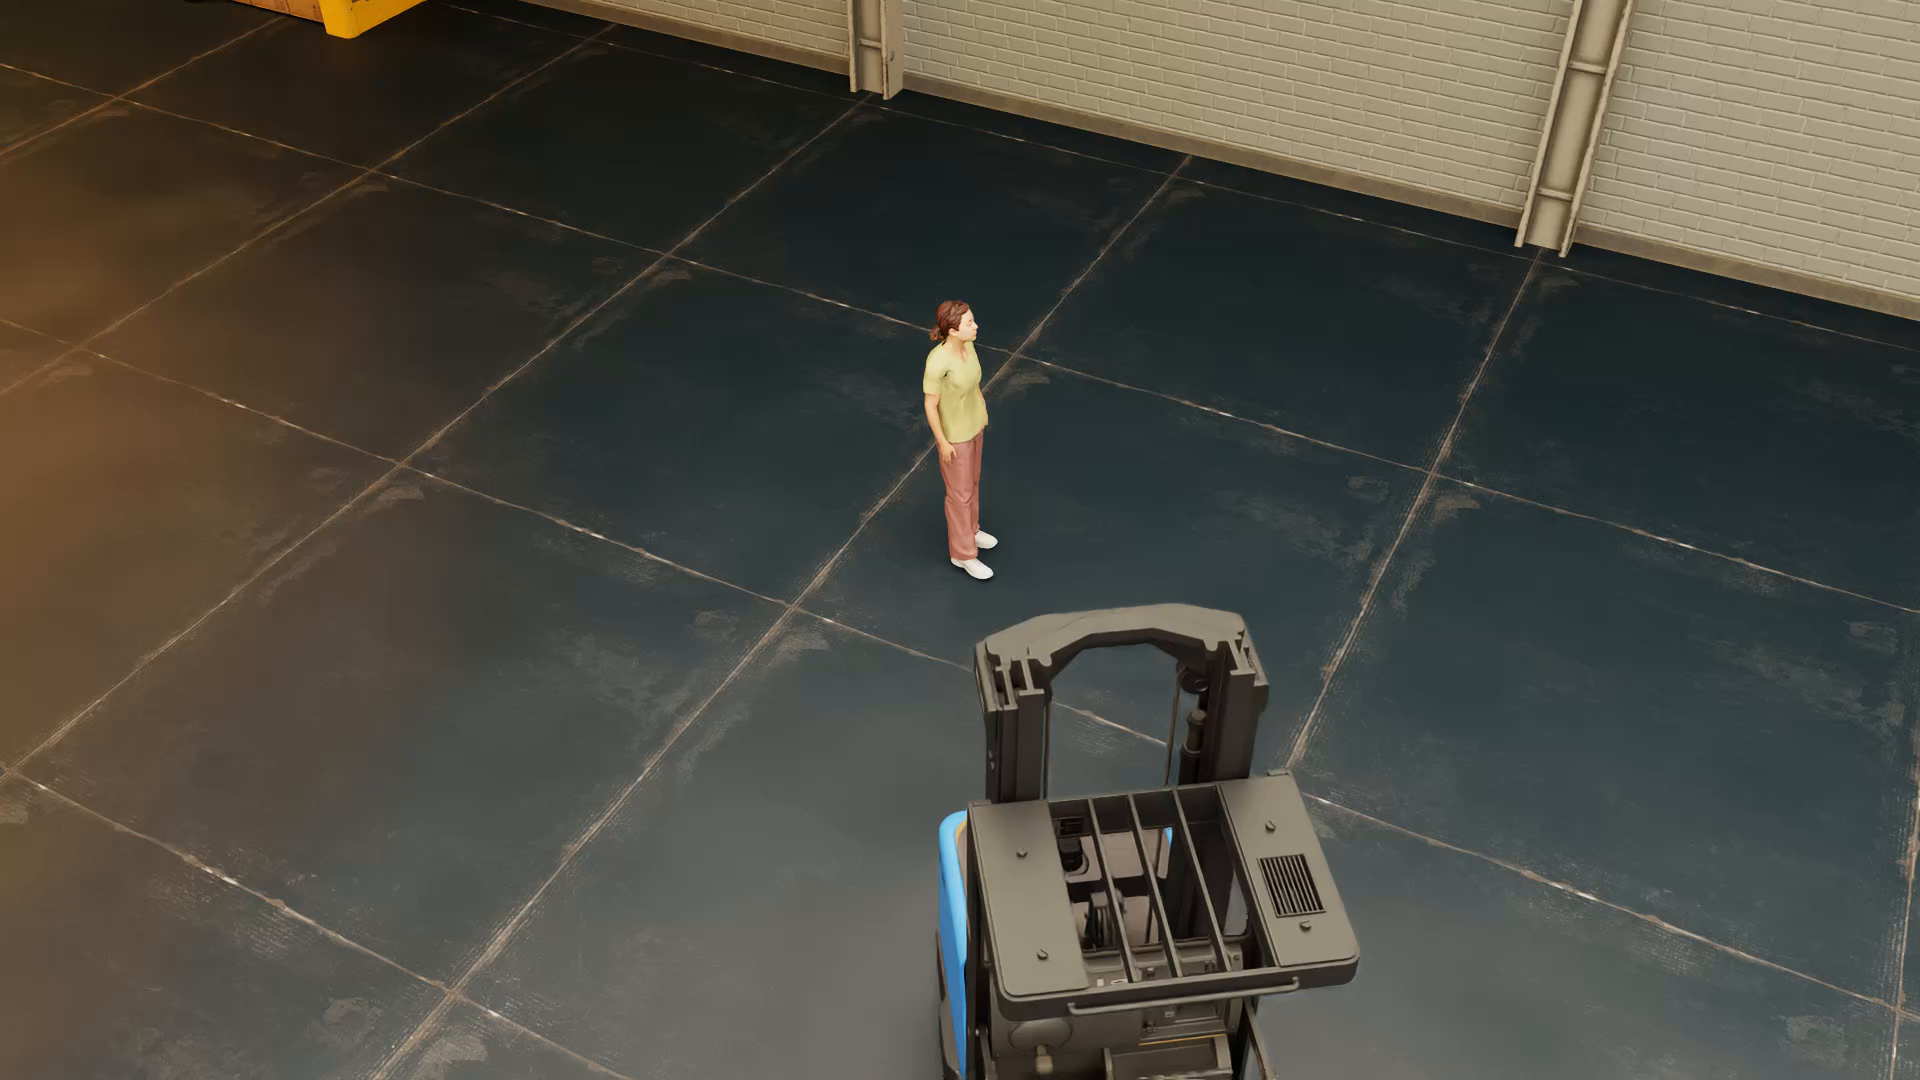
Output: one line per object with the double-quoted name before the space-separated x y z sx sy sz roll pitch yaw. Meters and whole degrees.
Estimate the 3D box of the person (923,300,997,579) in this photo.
"person" 0.060 -0.618 9.683 0.549 1.675 0.553 18 43 21

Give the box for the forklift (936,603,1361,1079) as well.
"forklift" 0.599 1.782 5.871 1.130 2.935 3.031 -5 40 -6
